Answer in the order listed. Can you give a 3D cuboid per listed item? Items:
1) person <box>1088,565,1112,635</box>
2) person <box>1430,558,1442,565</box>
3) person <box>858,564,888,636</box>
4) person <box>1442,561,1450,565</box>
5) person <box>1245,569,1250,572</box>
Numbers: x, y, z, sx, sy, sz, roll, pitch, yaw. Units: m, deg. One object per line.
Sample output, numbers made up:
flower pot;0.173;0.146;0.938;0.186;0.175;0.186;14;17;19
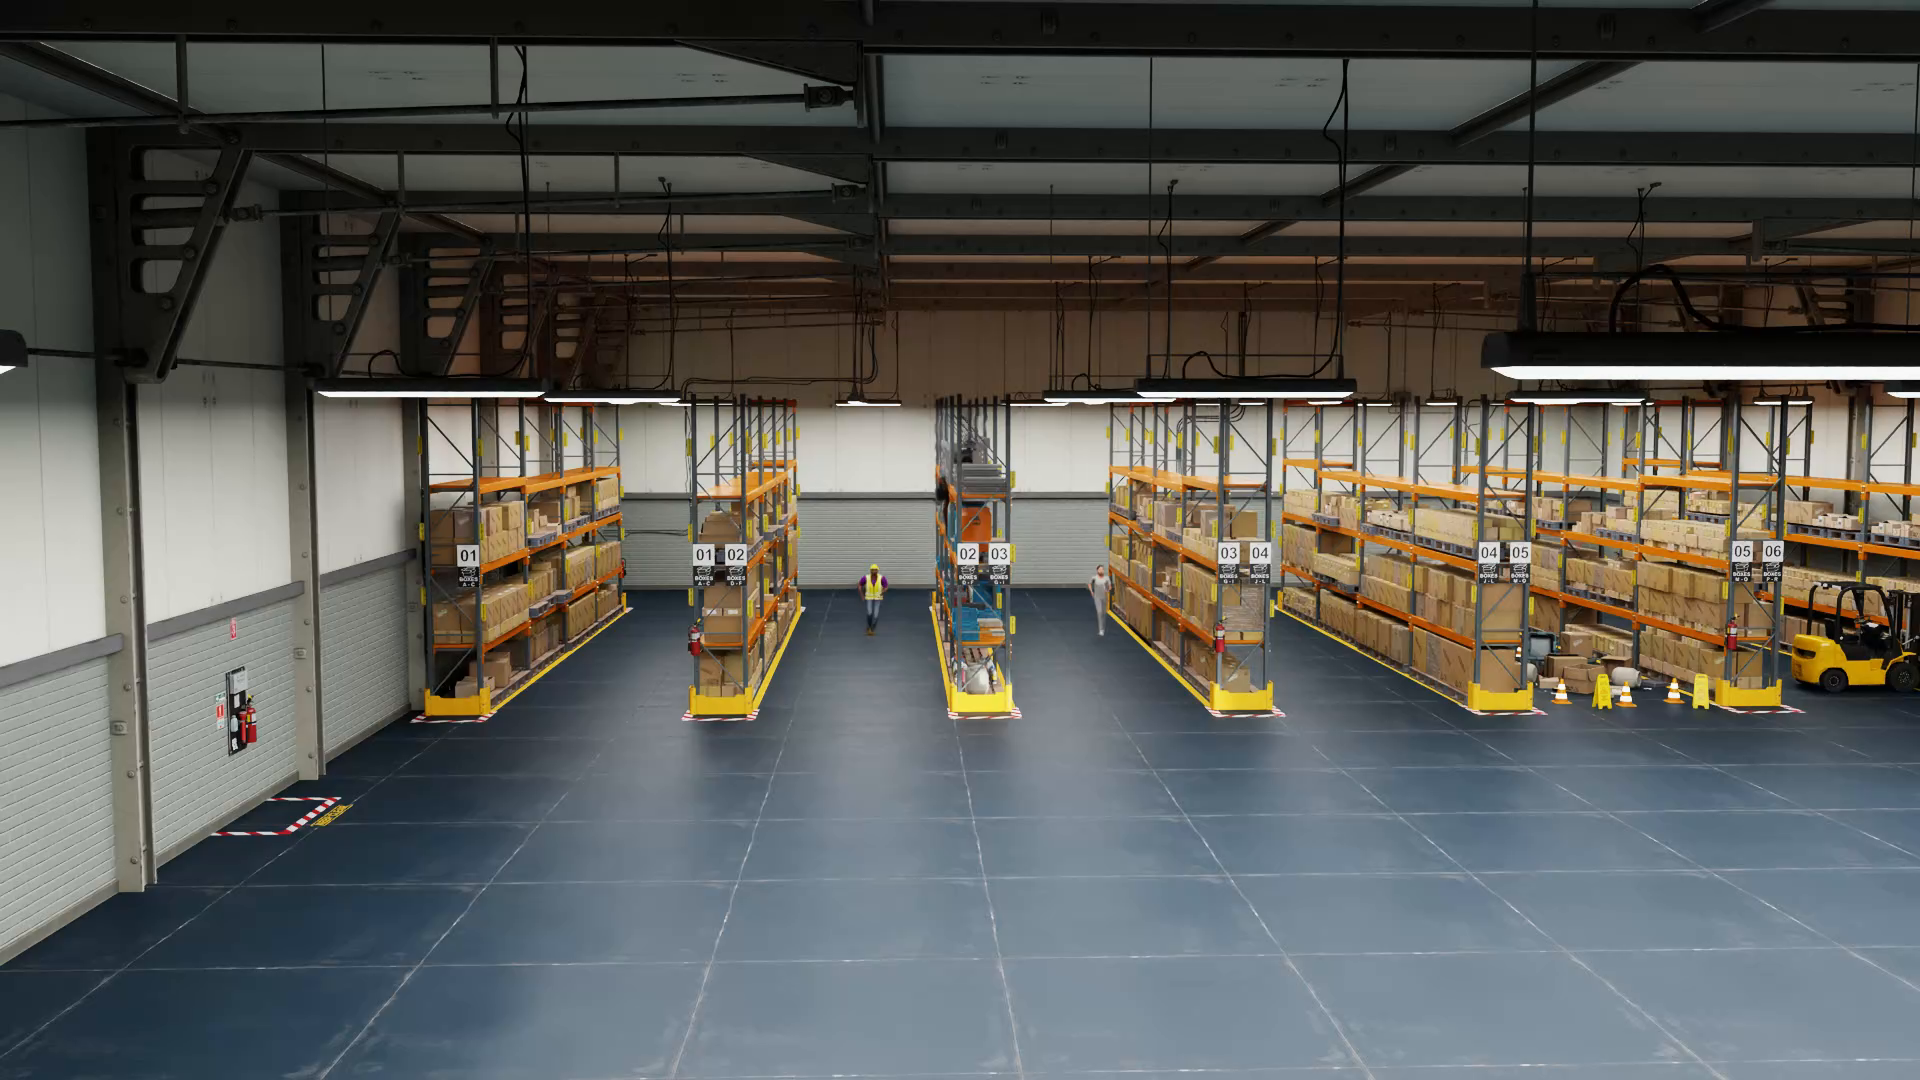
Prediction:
person;3.416;1.444;40.450;0.570;1.681;0.766;0;4;-2
person;14.157;0.999;49.314;0.640;1.713;0.739;1;5;11
person;-2.070;1.443;39.869;0.702;1.731;0.588;-1;5;-7
person;14.515;0.940;49.516;0.786;1.855;0.682;0;4;1
person;7.990;1.182;46.451;0.691;1.785;0.975;1;5;6
